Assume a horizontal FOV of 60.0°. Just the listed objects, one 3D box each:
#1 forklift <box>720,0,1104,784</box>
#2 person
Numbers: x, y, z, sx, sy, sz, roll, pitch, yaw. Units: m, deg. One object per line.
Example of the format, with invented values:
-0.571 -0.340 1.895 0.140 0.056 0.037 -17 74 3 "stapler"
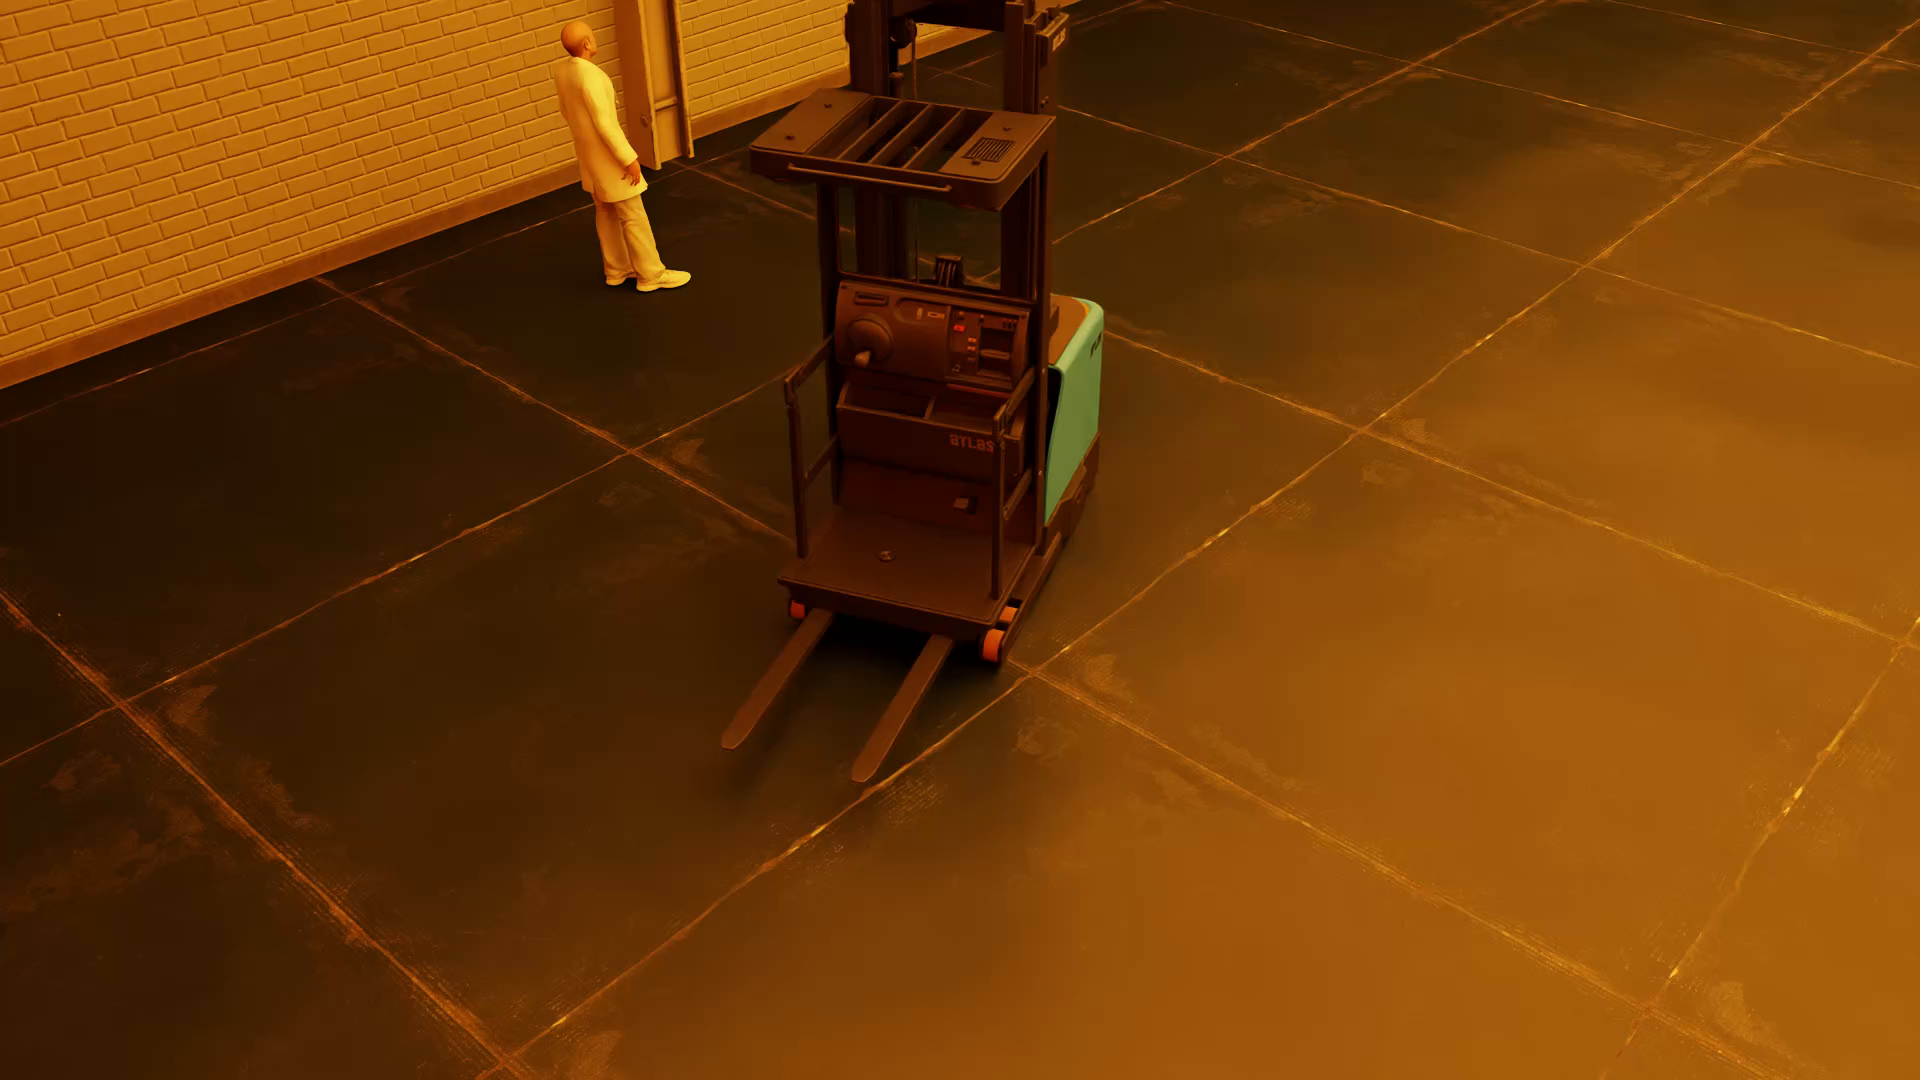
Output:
-0.205 -0.881 7.499 1.130 2.935 3.031 12 36 16 "forklift"
-2.240 -2.524 10.884 0.583 1.776 0.695 -24 41 -30 "person"
